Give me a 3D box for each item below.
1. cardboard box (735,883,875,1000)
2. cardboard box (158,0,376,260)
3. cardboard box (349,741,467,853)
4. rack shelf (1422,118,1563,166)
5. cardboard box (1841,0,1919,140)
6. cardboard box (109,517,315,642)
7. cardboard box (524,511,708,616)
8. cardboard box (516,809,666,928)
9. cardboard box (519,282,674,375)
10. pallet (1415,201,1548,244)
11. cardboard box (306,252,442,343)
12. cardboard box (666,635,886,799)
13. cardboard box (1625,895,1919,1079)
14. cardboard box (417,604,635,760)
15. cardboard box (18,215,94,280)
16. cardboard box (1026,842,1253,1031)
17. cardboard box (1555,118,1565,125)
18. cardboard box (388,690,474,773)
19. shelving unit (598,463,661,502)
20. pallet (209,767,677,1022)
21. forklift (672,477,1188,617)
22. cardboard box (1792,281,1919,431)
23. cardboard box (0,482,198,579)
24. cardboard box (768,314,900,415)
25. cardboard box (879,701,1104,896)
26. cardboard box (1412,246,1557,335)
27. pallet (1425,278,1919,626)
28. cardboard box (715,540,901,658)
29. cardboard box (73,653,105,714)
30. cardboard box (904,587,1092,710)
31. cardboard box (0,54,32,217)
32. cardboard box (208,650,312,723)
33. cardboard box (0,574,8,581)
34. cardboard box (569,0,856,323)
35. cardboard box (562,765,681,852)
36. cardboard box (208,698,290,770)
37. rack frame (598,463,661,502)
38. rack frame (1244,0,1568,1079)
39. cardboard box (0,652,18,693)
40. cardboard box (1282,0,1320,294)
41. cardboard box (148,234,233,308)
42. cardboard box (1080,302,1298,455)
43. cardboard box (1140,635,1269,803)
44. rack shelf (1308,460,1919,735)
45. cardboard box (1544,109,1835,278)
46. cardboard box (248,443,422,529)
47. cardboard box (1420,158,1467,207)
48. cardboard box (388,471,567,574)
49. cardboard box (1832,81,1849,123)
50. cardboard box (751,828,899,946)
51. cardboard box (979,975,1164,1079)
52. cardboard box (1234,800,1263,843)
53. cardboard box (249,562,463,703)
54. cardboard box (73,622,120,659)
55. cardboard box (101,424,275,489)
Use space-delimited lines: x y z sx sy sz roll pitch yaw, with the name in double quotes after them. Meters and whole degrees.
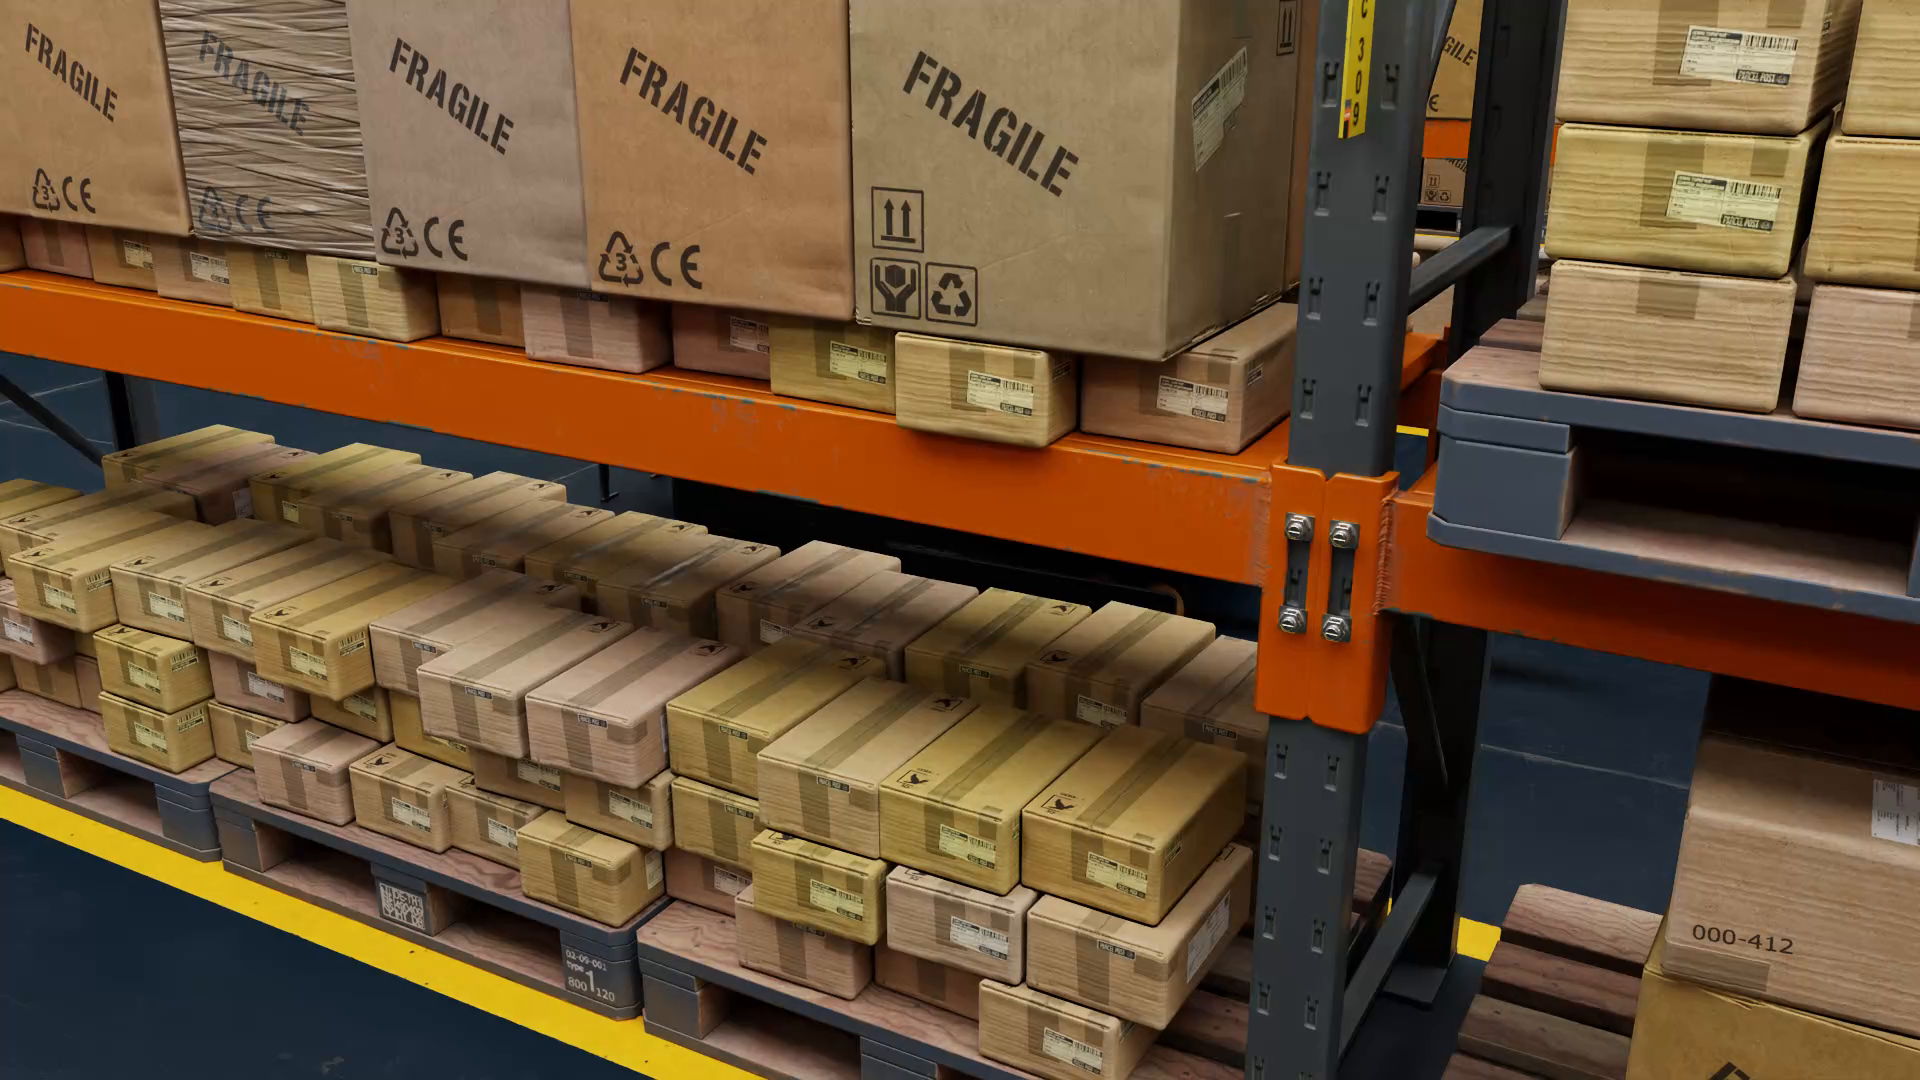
-0.216 0.680 3.156 0.250 0.149 0.380 10 22 26 "cardboard box"
-1.145 -0.851 3.230 0.500 0.500 0.500 10 22 26 "cardboard box"
-1.093 0.507 3.632 0.250 0.149 0.380 11 23 27 "cardboard box"
1.320 -1.891 7.733 4.000 0.370 1.077 11 23 27 "rack shelf"
1.107 -0.518 1.774 0.250 0.149 0.380 11 23 29 "cardboard box"
-1.746 0.087 3.919 0.250 0.149 0.380 10 22 25 "cardboard box"
-0.811 0.071 3.963 0.250 0.149 0.380 11 23 28 "cardboard box"
-0.672 0.601 3.374 0.250 0.149 0.380 11 23 27 "cardboard box"
-0.570 -0.425 3.005 0.250 0.149 0.380 10 22 25 "cardboard box"
3.816 -2.381 12.119 1.213 0.211 1.003 11 23 27 "pallet"
-1.023 -0.504 3.224 0.250 0.149 0.380 11 23 28 "cardboard box"
-0.349 0.339 3.223 0.250 0.149 0.380 12 23 29 "cardboard box"
1.256 0.774 2.383 0.500 0.500 0.500 12 23 29 "cardboard box"
-0.872 0.281 3.385 0.250 0.149 0.380 10 22 25 "cardboard box"
-1.884 -0.708 3.788 0.250 0.149 0.380 12 23 30 "cardboard box"
0.310 0.639 2.832 0.250 0.149 0.380 11 23 28 "cardboard box"
2.537 -1.944 6.680 0.500 0.500 0.500 11 23 28 "cardboard box"
-1.014 0.344 3.647 0.250 0.149 0.380 12 23 30 "cardboard box"
-1.039 -1.156 5.973 0.503 2.100 0.431 9 22 24 "shelving unit"
-0.932 0.601 3.898 1.213 0.211 1.003 11 23 27 "pallet"
0.561 -1.285 5.110 3.031 2.935 1.130 9 22 24 "forklift"
1.105 -0.238 1.876 0.250 0.149 0.380 11 23 28 "cardboard box"
-2.161 -0.010 4.185 0.250 0.149 0.380 11 23 28 "cardboard box"
-0.105 -0.338 2.767 0.250 0.149 0.380 12 23 29 "cardboard box"
0.060 0.445 2.932 0.250 0.149 0.380 11 23 28 "cardboard box"
2.571 -1.026 7.435 0.875 0.438 0.875 10 22 27 "cardboard box"
1.337 -0.145 2.148 1.213 0.211 1.003 11 23 27 "pallet"
-0.337 0.144 3.761 0.250 0.149 0.380 11 23 28 "cardboard box"
-1.962 0.313 4.169 0.250 0.149 0.380 11 23 28 "cardboard box"
0.084 0.248 3.476 0.250 0.149 0.380 10 22 27 "cardboard box"
-2.015 -1.019 3.694 0.500 0.500 0.500 11 23 27 "cardboard box"
-1.502 0.263 3.870 0.250 0.149 0.380 10 22 25 "cardboard box"
-2.419 0.096 4.332 0.250 0.149 0.380 12 23 30 "cardboard box"
-0.272 -0.676 2.746 0.500 0.500 0.500 10 22 26 "cardboard box"
-0.578 0.451 3.351 0.250 0.149 0.380 11 23 29 "cardboard box"
-1.523 0.402 3.923 0.250 0.149 0.380 11 23 27 "cardboard box"
-1.259 -1.192 6.073 0.015 2.100 0.400 9 22 24 "rack frame"
0.740 -0.406 2.585 0.127 3.000 1.000 11 23 27 "rack frame"
-2.450 0.254 4.330 0.250 0.149 0.380 11 23 28 "cardboard box"
0.431 -0.750 2.951 0.500 0.500 0.500 10 22 26 "cardboard box"
-1.458 -0.607 3.507 0.250 0.149 0.380 10 22 26 "cardboard box"
0.377 -0.265 2.567 0.250 0.149 0.380 11 22 27 "cardboard box"
0.541 0.338 3.226 0.250 0.149 0.380 12 23 29 "cardboard box"
2.487 0.265 1.791 4.000 0.370 1.077 11 23 27 "rack shelf"
0.860 -0.422 1.947 0.250 0.149 0.380 11 23 28 "cardboard box"
-1.686 -0.131 4.520 0.250 0.149 0.380 10 22 26 "cardboard box"
3.620 -2.661 11.851 0.500 0.500 0.500 11 23 28 "cardboard box"
-1.230 -0.041 4.272 0.250 0.149 0.380 12 23 29 "cardboard box"
1.184 -0.618 2.485 0.250 0.149 0.380 12 23 29 "cardboard box"
-0.174 0.559 3.054 0.250 0.149 0.380 10 22 25 "cardboard box"
0.232 0.773 2.900 0.250 0.149 0.380 11 23 28 "cardboard box"
0.580 0.442 3.378 0.250 0.149 0.380 12 23 30 "cardboard box"
-1.301 0.193 3.626 0.250 0.149 0.380 11 23 28 "cardboard box"
-1.951 0.172 4.120 0.250 0.149 0.380 11 23 28 "cardboard box"
-2.166 -0.195 4.697 0.250 0.149 0.380 11 23 28 "cardboard box"
